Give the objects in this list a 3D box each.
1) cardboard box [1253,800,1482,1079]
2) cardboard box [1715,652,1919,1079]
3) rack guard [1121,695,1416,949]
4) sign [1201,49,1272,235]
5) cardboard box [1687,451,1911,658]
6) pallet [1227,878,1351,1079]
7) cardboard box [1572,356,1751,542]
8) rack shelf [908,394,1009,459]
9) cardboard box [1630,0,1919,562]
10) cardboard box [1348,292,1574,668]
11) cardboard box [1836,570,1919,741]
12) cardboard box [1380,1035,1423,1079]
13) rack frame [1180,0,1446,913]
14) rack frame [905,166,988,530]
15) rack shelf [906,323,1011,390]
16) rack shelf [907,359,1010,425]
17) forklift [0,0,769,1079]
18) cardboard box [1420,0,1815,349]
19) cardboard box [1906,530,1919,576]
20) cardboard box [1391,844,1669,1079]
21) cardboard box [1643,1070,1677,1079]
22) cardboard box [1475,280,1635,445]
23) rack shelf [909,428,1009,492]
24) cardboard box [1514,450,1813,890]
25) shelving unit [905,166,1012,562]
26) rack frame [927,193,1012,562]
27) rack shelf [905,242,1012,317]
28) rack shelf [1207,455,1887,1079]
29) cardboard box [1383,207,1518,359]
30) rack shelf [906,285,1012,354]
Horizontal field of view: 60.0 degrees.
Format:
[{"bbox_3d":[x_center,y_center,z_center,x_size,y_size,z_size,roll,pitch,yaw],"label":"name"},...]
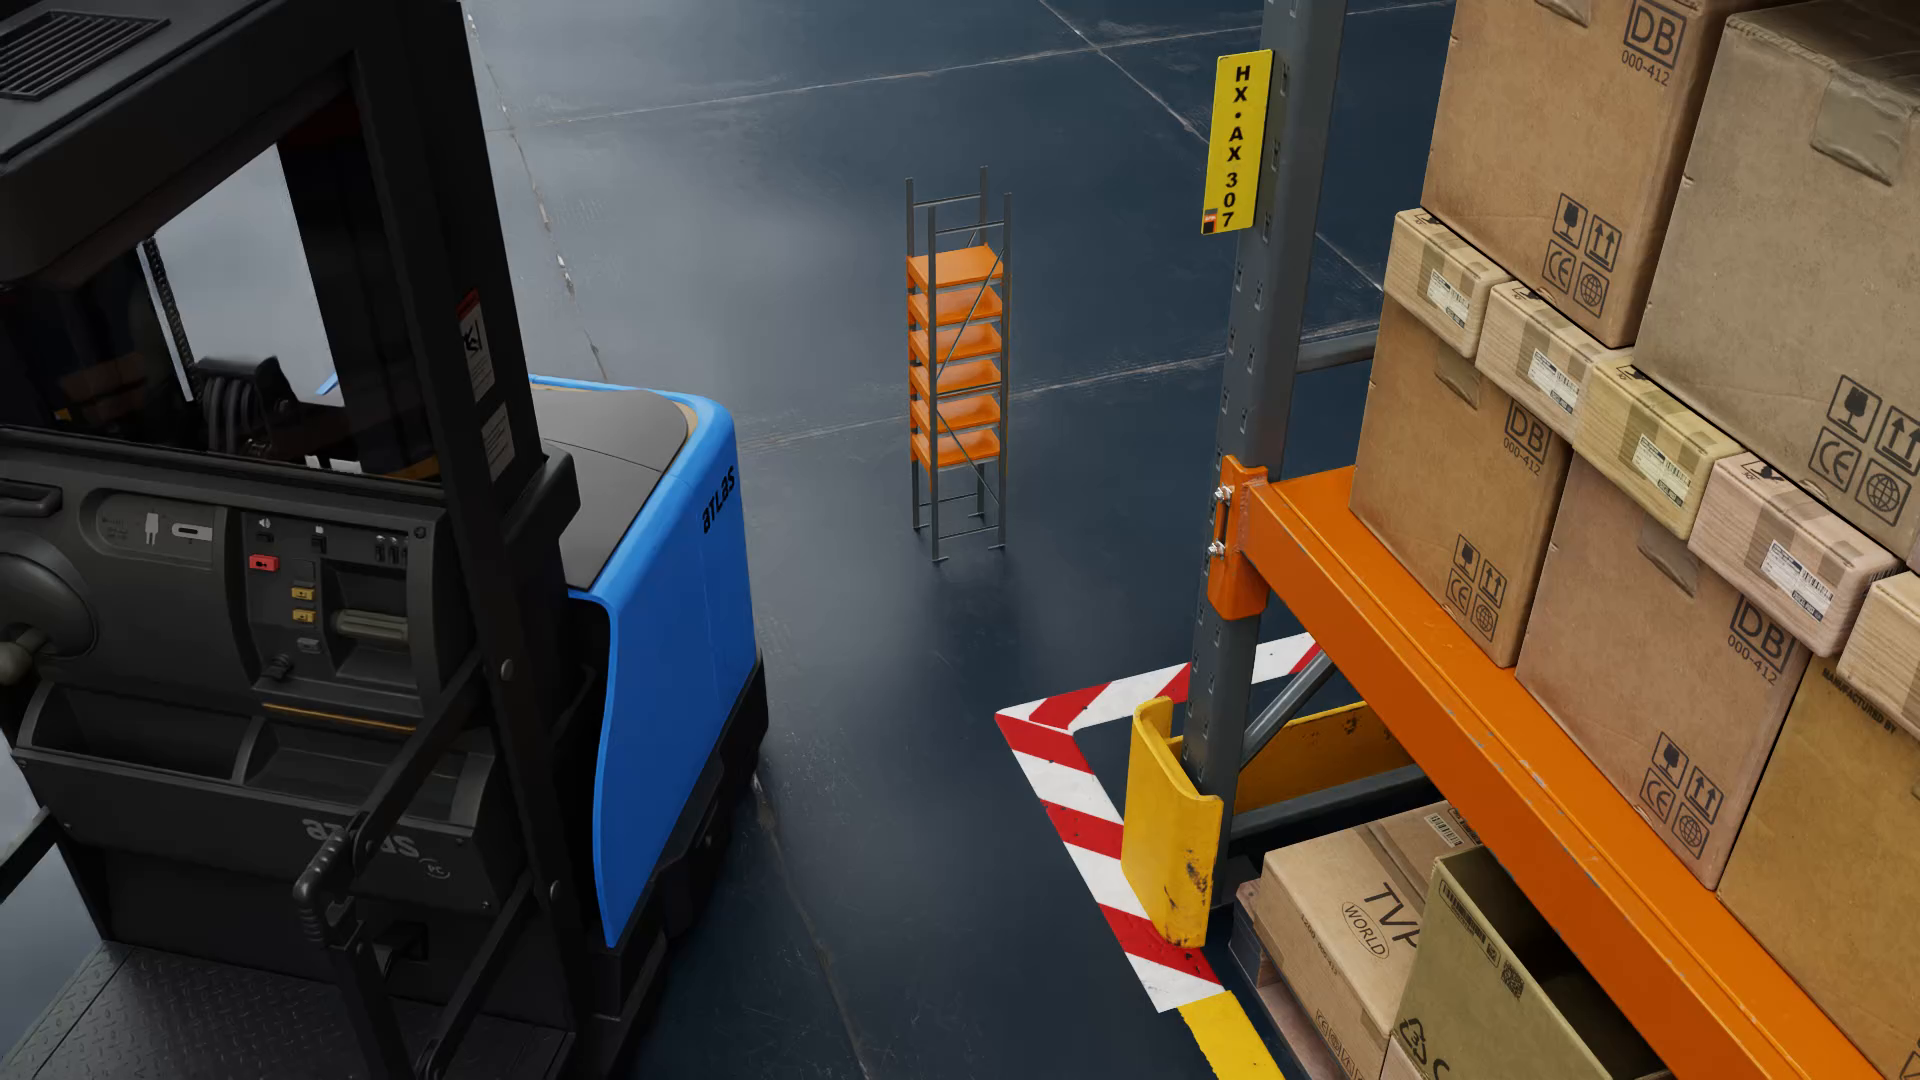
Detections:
[{"bbox_3d":[0.977,0.861,3.550,0.500,0.250,0.500,-12,39,-16],"label":"cardboard box"},{"bbox_3d":[1.500,0.385,2.162,0.700,0.500,0.500,-12,39,-16],"label":"cardboard box"},{"bbox_3d":[0.993,0.567,4.082,1.175,0.500,0.348,-12,39,-16],"label":"rack guard"},{"bbox_3d":[0.478,-0.684,2.880,0.100,0.325,0.005,-12,39,-16],"label":"sign"},{"bbox_3d":[1.196,-0.018,2.159,0.380,0.149,0.250,-13,39,-17],"label":"cardboard box"},{"bbox_3d":[1.303,1.119,3.589,1.003,0.211,1.213,-12,39,-16],"label":"pallet"},{"bbox_3d":[1.112,-0.161,2.349,0.380,0.149,0.250,-12,39,-16],"label":"cardboard box"},{"bbox_3d":[-0.005,-0.356,4.999,0.258,0.103,0.180,-12,39,-16],"label":"rack shelf"},{"bbox_3d":[1.354,-0.384,2.106,0.700,0.500,0.500,-13,39,-17],"label":"cardboard box"},{"bbox_3d":[1.150,-0.192,2.929,0.700,0.500,0.500,-12,39,-16],"label":"cardboard box"},{"bbox_3d":[1.291,0.132,1.960,0.380,0.149,0.250,-14,39,-17],"label":"cardboard box"},{"bbox_3d":[1.152,1.143,3.176,0.500,0.250,0.500,-12,39,-16],"label":"cardboard box"},{"bbox_3d":[1.001,-0.418,3.312,1.000,3.000,0.127,-12,39,-16],"label":"rack frame"},{"bbox_3d":[-0.036,-0.539,4.968,0.240,1.200,0.006,-12,39,-16],"label":"rack frame"},{"bbox_3d":[-0.005,-0.548,4.854,0.258,0.103,0.180,-12,39,-16],"label":"rack shelf"},{"bbox_3d":[-0.005,-0.452,4.927,0.258,0.103,0.180,-12,39,-16],"label":"rack shelf"},{"bbox_3d":[-1.341,0.152,2.612,1.130,2.935,3.031,8,38,10],"label":"forklift"},{"bbox_3d":[1.168,-0.680,2.499,0.700,0.500,0.500,-12,39,-16],"label":"cardboard box"},{"bbox_3d":[1.528,-0.100,1.728,0.700,0.500,0.500,-12,39,-16],"label":"cardboard box"},{"bbox_3d":[1.150,0.844,2.950,0.500,0.500,0.500,-12,39,-16],"label":"cardboard box"},{"bbox_3d":[1.335,1.124,2.578,0.500,0.500,0.500,-12,39,-16],"label":"cardboard box"},{"bbox_3d":[1.027,-0.303,2.536,0.380,0.149,0.250,-13,39,-17],"label":"cardboard box"},{"bbox_3d":[-0.005,-0.260,5.071,0.258,0.103,0.180,-12,39,-16],"label":"rack shelf"},{"bbox_3d":[1.335,0.104,2.536,0.700,0.500,0.500,-11,38,-15],"label":"cardboard box"},{"bbox_3d":[-0.005,-0.487,4.900,0.258,1.200,0.189,-12,39,-16],"label":"shelving unit"},{"bbox_3d":[0.027,-0.436,4.831,0.240,1.200,0.006,-12,39,-16],"label":"rack frame"},{"bbox_3d":[-0.005,-0.739,4.710,0.258,0.103,0.180,-12,39,-16],"label":"rack shelf"},{"bbox_3d":[1.689,0.999,2.029,1.077,0.370,4.000,-12,39,-16],"label":"rack shelf"},{"bbox_3d":[0.934,-0.451,2.734,0.380,0.149,0.250,-13,39,-16],"label":"cardboard box"},{"bbox_3d":[-0.005,-0.644,4.782,0.258,0.103,0.180,-12,39,-16],"label":"rack shelf"}]
